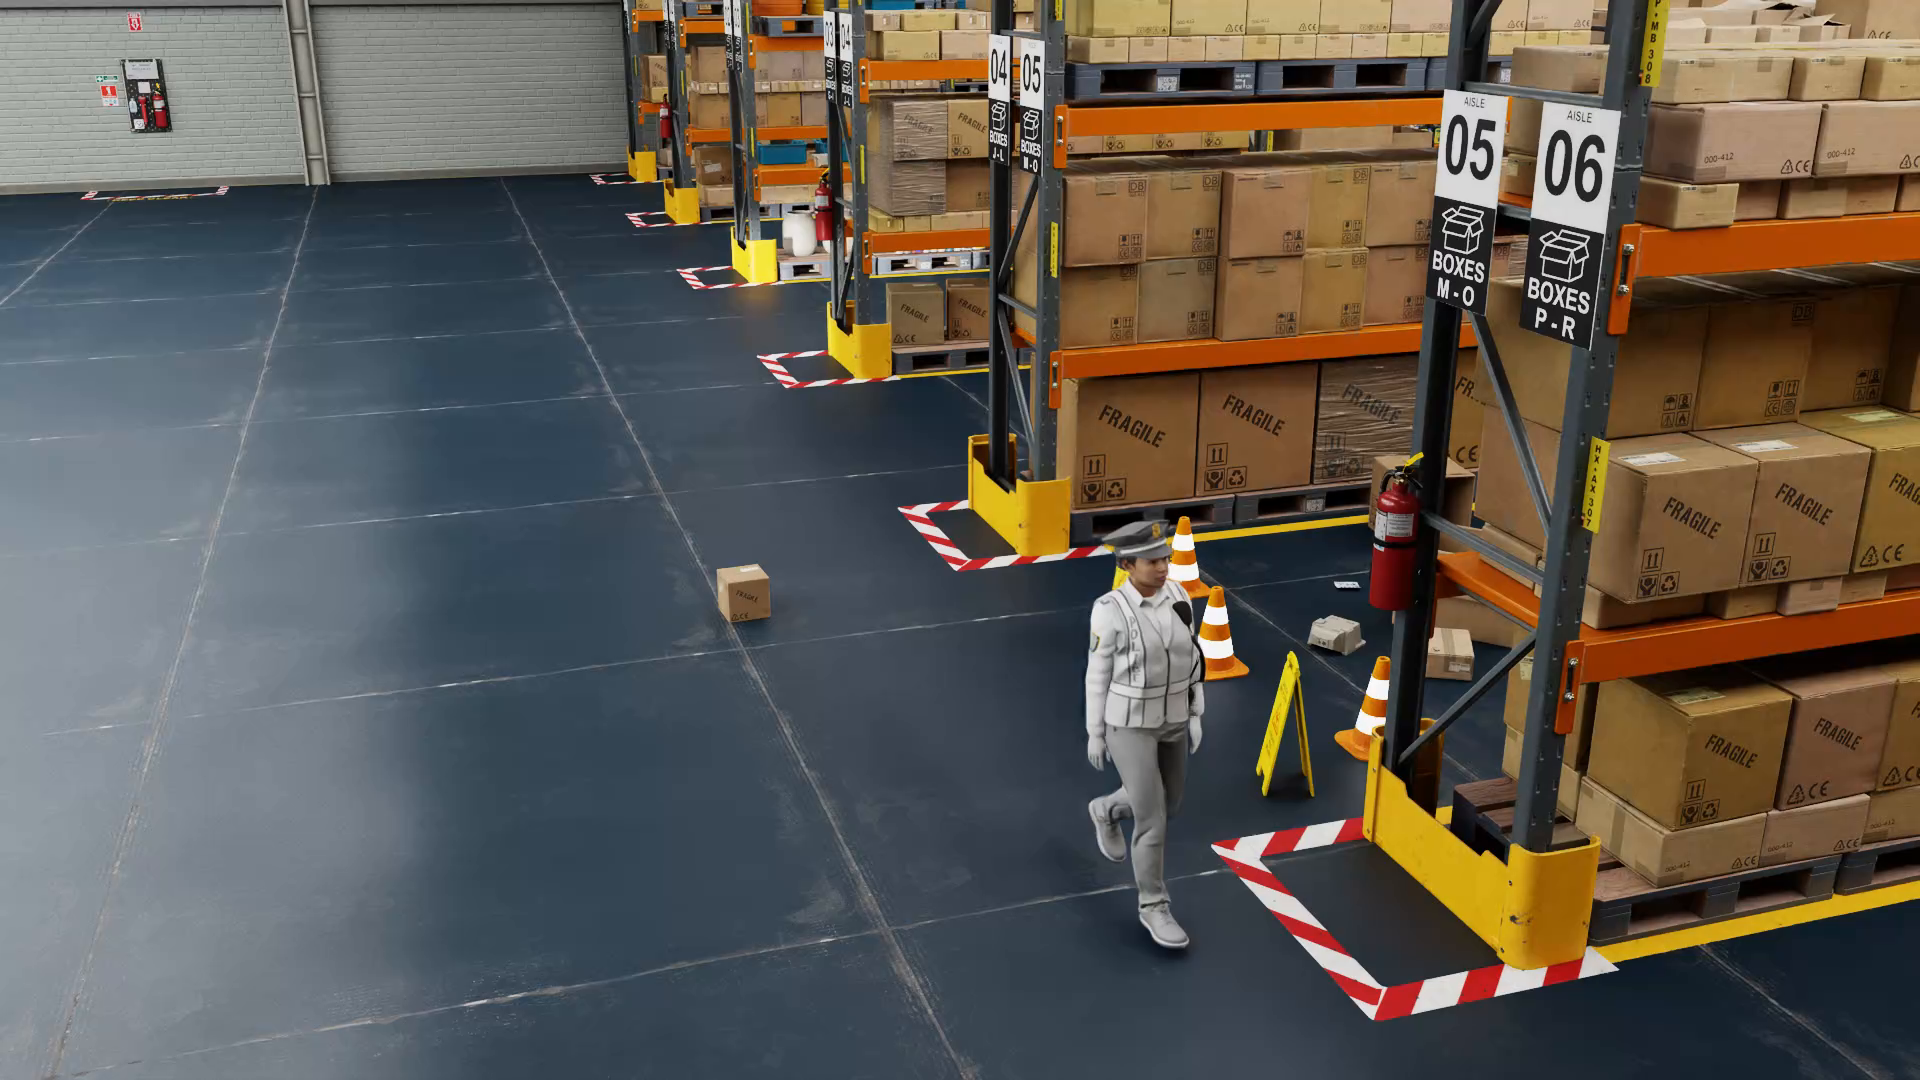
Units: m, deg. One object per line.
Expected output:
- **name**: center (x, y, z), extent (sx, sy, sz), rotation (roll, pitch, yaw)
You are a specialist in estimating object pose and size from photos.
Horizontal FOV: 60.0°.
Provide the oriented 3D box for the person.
- **person**: center (0.720, 0.688, 6.533), extent (0.489, 1.658, 0.805), rotation (-11, 22, -29)
